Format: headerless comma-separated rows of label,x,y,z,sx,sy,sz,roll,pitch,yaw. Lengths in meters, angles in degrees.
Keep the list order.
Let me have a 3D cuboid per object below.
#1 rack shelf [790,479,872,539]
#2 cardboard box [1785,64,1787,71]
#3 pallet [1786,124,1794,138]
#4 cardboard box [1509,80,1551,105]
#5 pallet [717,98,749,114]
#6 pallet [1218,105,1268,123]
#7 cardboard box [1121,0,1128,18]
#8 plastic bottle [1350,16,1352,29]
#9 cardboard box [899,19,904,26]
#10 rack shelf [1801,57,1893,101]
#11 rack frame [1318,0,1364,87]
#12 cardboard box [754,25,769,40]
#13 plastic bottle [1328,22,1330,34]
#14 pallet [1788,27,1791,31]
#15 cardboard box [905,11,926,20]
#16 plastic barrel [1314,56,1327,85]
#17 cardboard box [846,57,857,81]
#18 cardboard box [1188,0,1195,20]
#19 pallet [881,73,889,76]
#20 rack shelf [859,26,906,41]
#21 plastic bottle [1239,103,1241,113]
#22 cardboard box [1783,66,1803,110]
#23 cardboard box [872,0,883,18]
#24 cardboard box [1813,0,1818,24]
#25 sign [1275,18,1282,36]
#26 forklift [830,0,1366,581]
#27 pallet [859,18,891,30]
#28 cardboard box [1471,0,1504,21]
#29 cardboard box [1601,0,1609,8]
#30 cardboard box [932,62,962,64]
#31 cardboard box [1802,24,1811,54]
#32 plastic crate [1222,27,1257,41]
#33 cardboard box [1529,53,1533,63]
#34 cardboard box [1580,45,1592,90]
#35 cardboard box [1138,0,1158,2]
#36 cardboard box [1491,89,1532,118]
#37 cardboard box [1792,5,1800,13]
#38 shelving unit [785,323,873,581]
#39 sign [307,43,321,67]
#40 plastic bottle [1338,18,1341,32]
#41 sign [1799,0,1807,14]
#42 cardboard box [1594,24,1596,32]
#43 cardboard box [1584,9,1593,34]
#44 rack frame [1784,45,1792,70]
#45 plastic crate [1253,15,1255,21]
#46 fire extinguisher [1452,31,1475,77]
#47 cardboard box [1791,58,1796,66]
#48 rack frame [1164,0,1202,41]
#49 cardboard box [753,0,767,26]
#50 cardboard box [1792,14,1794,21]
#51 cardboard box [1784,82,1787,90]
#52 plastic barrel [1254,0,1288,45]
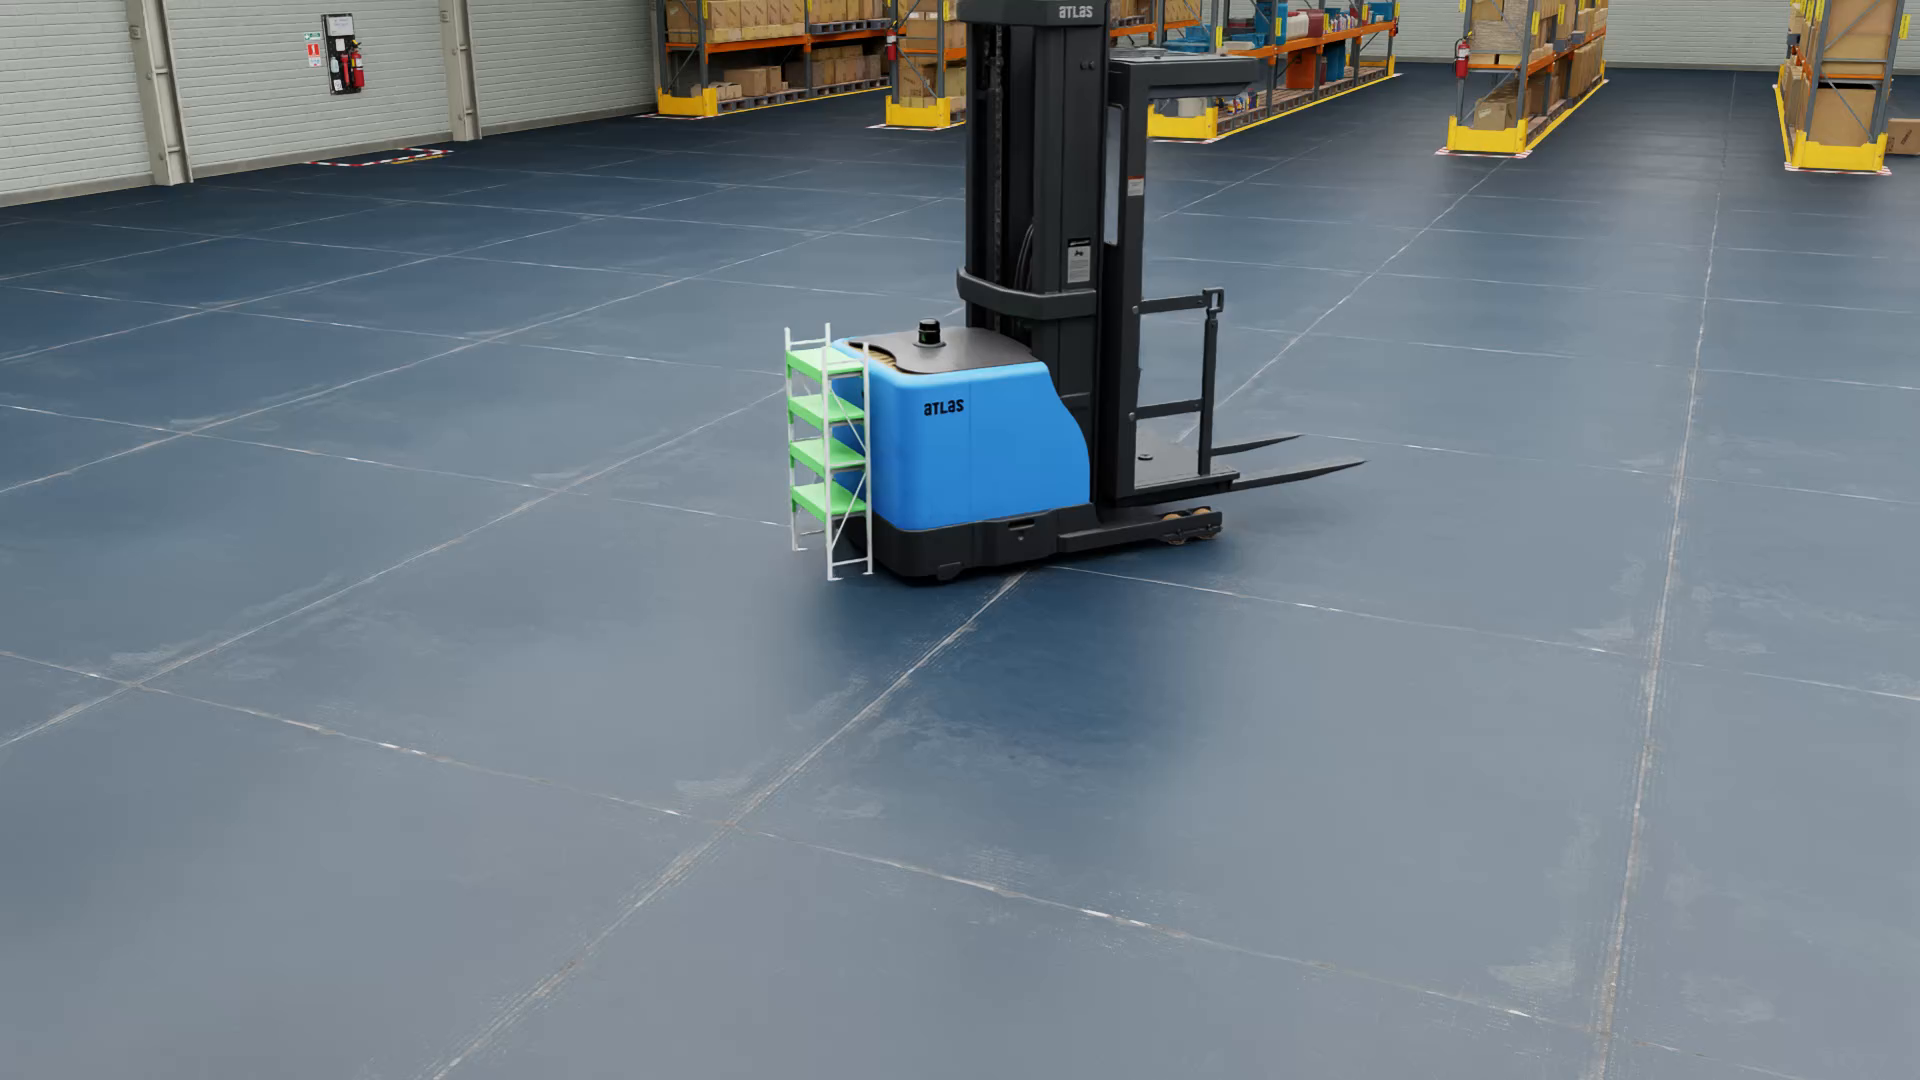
rack shelf,-0.665,-0.163,8.544,0.258,0.148,0.480,-10,22,-25
cardboard box,18.059,-10.204,35.925,0.380,0.149,0.250,8,21,21
pallet,14.655,-7.003,28.344,1.003,0.211,1.213,9,21,23
cardboard box,10.408,-8.139,30.453,0.700,0.500,0.500,8,21,22
pallet,-4.875,-8.551,32.698,1.003,0.211,1.213,9,21,23
pallet,5.092,-7.948,31.002,1.003,0.211,1.213,9,21,23
cardboard box,3.497,-12.284,38.258,0.700,0.500,0.500,3,20,9
plastic bottle,8.762,-11.610,37.313,0.061,0.283,0.133,9,21,23
cardboard box,-1.538,-12.079,38.803,0.380,0.149,0.250,9,21,23
rack shelf,13.589,-7.120,25.586,1.077,0.370,4.000,9,21,23
rack frame,8.681,-11.907,37.973,1.000,3.000,0.127,9,21,23
cardboard box,-4.159,-10.112,33.120,0.500,0.250,0.500,9,21,23
plastic bottle,7.801,-10.893,35.297,0.061,0.283,0.133,9,21,23
pallet,17.238,-10.212,33.493,1.003,0.211,1.213,9,21,23
cardboard box,-0.767,-9.415,29.849,0.380,0.149,0.250,8,21,22
plastic barrel,7.691,-10.243,36.266,0.600,0.588,0.708,9,21,23
cardboard box,-2.737,-10.549,37.227,0.700,0.500,0.500,8,21,22
cardboard box,5.657,-13.524,42.372,0.500,0.500,0.500,9,21,23
pallet,-1.603,-10.960,39.473,1.003,0.211,1.213,9,21,23
rack shelf,-1.176,-12.316,40.197,1.077,0.370,4.000,9,21,23
plastic bottle,5.016,-7.805,29.957,0.097,0.201,0.097,0,20,0
cardboard box,15.714,-8.257,30.441,1.050,0.750,0.750,8,21,22
cardboard box,-2.178,-12.153,37.859,0.700,0.500,0.500,6,20,16
cardboard box,14.225,-8.542,26.675,0.875,0.550,0.550,9,21,23
sign,5.903,-9.513,30.828,0.100,0.325,0.005,9,21,23
forklift,0.843,-1.500,8.812,3.031,2.935,1.130,-10,22,-25
pallet,-2.190,-11.721,37.736,1.213,0.211,1.003,9,21,23
cardboard box,8.286,-8.419,26.081,0.500,0.500,0.500,9,21,23
cardboard box,14.878,-12.688,38.830,0.500,0.500,0.500,9,21,23
cardboard box,-0.200,-8.840,31.707,0.500,0.500,0.500,9,21,23
cardboard box,14.584,-8.468,28.154,0.500,0.500,0.500,8,21,22
plastic crate,5.075,-9.290,30.706,0.767,0.338,0.504,9,21,23
cardboard box,8.856,-7.643,26.359,0.380,0.149,0.250,9,21,23
cardboard box,12.591,-9.952,35.021,1.225,0.875,0.875,8,21,21
cardboard box,4.613,-13.211,40.000,0.500,0.500,0.500,9,22,24
cardboard box,9.496,-7.509,28.710,0.500,0.500,0.500,17,26,40
cardboard box,16.574,-10.423,32.661,0.380,0.149,0.250,9,22,25
shelving unit,-0.666,-0.450,8.443,0.258,1.200,0.503,-10,22,-25
sign,-9.598,-7.208,24.708,0.001,0.329,0.234,9,21,23
plastic bottle,8.256,-11.232,36.250,0.061,0.283,0.133,9,21,23
sign,15.547,-9.873,30.644,0.100,0.325,0.005,9,21,23
cardboard box,13.732,-11.234,36.456,0.380,0.149,0.250,8,21,21
cardboard box,13.049,-10.944,35.115,0.500,0.500,0.500,9,22,24
rack frame,19.322,-11.739,37.500,1.000,3.000,0.127,9,21,23
plastic crate,6.102,-10.262,33.253,0.402,0.464,0.583,9,21,23
fire extinguisher,7.819,-7.551,25.840,0.296,0.674,0.183,9,21,23
cardboard box,16.711,-9.381,32.856,0.500,0.250,0.500,9,22,25
rack frame,5.802,-13.811,43.326,1.000,3.000,0.127,9,21,23
cardboard box,-4.172,-10.461,32.982,0.500,0.500,0.500,9,22,24
cardboard box,16.253,-10.041,32.031,0.380,0.149,0.250,8,21,22
cardboard box,17.533,-9.537,34.937,0.380,0.149,0.250,9,21,23
plastic barrel,5.840,-9.774,31.228,0.600,0.901,0.708,9,21,23
